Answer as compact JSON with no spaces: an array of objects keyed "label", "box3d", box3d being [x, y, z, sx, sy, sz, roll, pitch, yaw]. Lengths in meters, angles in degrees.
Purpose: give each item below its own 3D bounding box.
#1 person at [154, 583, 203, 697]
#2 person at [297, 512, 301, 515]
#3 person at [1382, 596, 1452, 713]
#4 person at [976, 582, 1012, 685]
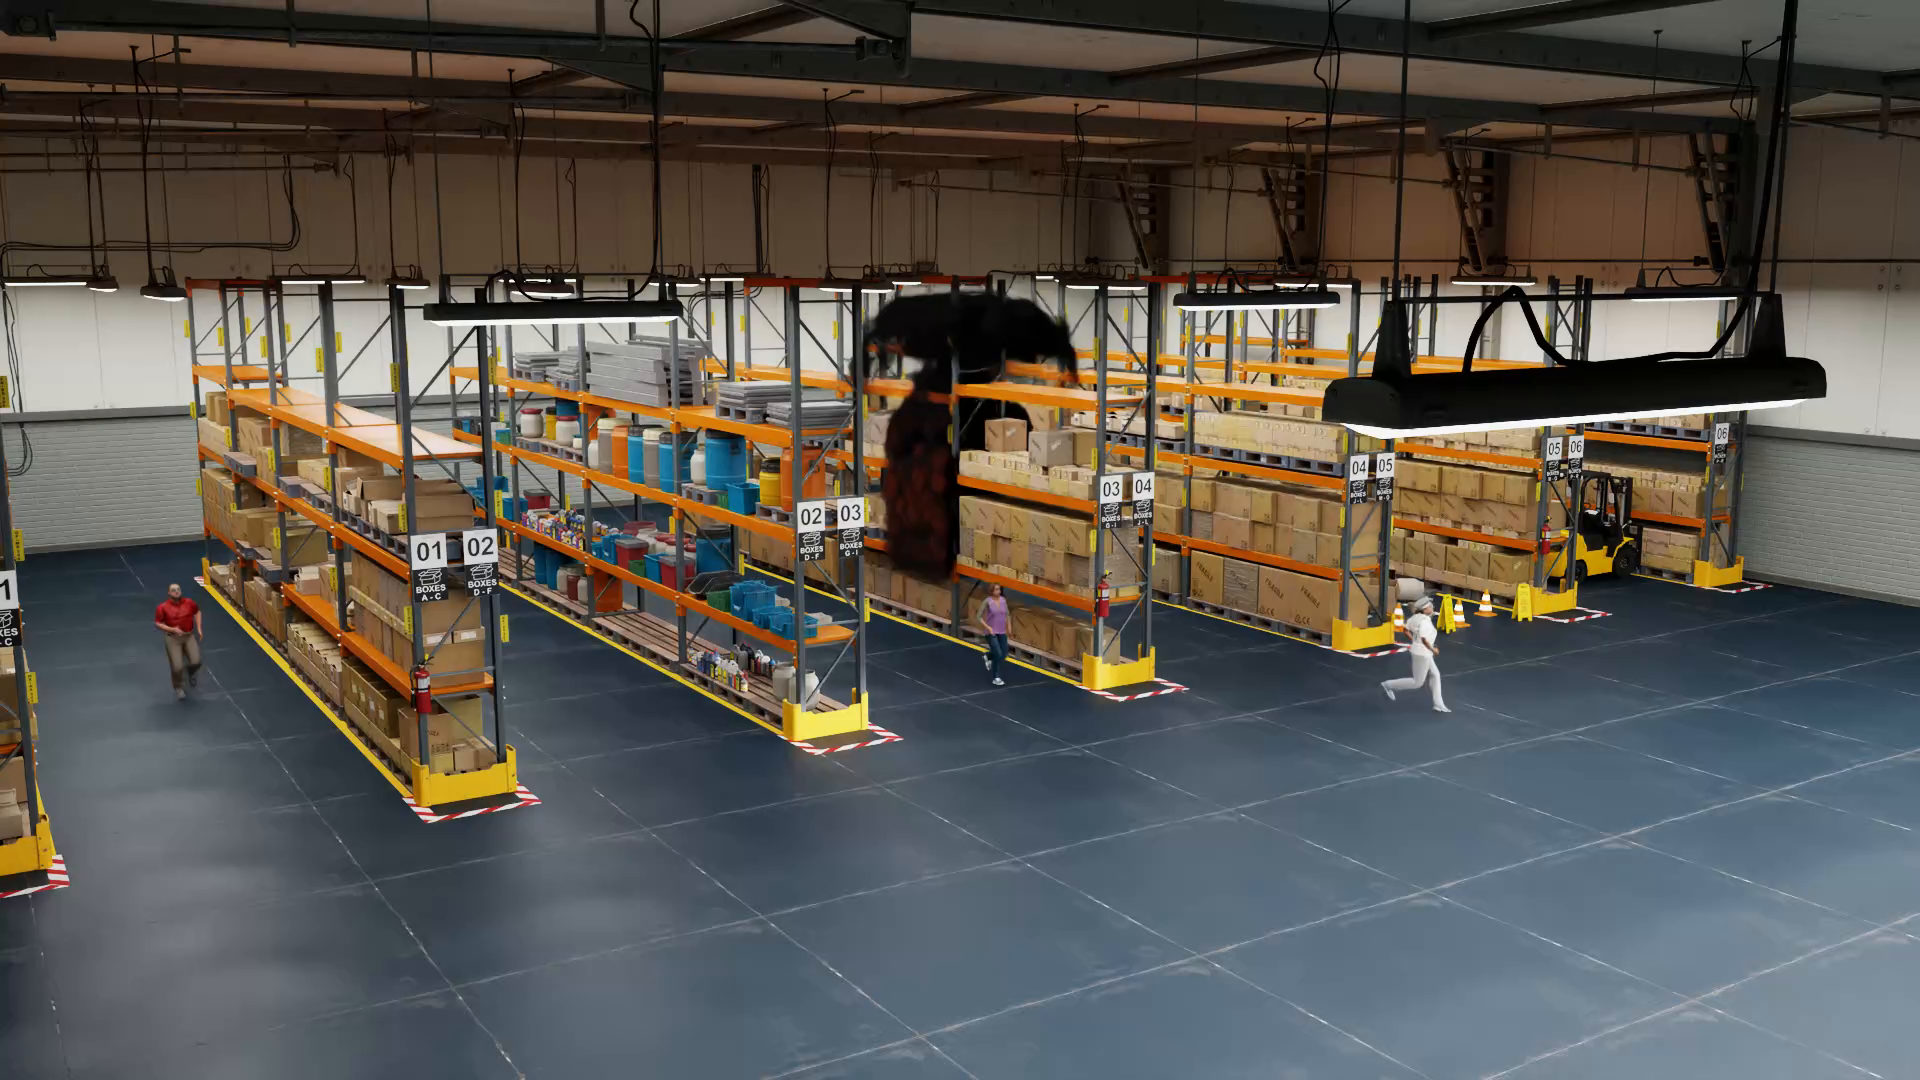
[{"label":"person","box3d":[-11.354,1.469,24.283,0.674,1.692,0.614,-8,13,-41]},{"label":"person","box3d":[-13.620,-0.206,34.278,0.833,1.656,0.614,-2,10,-10]},{"label":"person","box3d":[6.471,1.627,23.447,1.019,1.698,0.552,1,10,6]},{"label":"person","box3d":[0.496,1.386,25.088,0.572,1.547,0.619,-6,11,-30]}]
